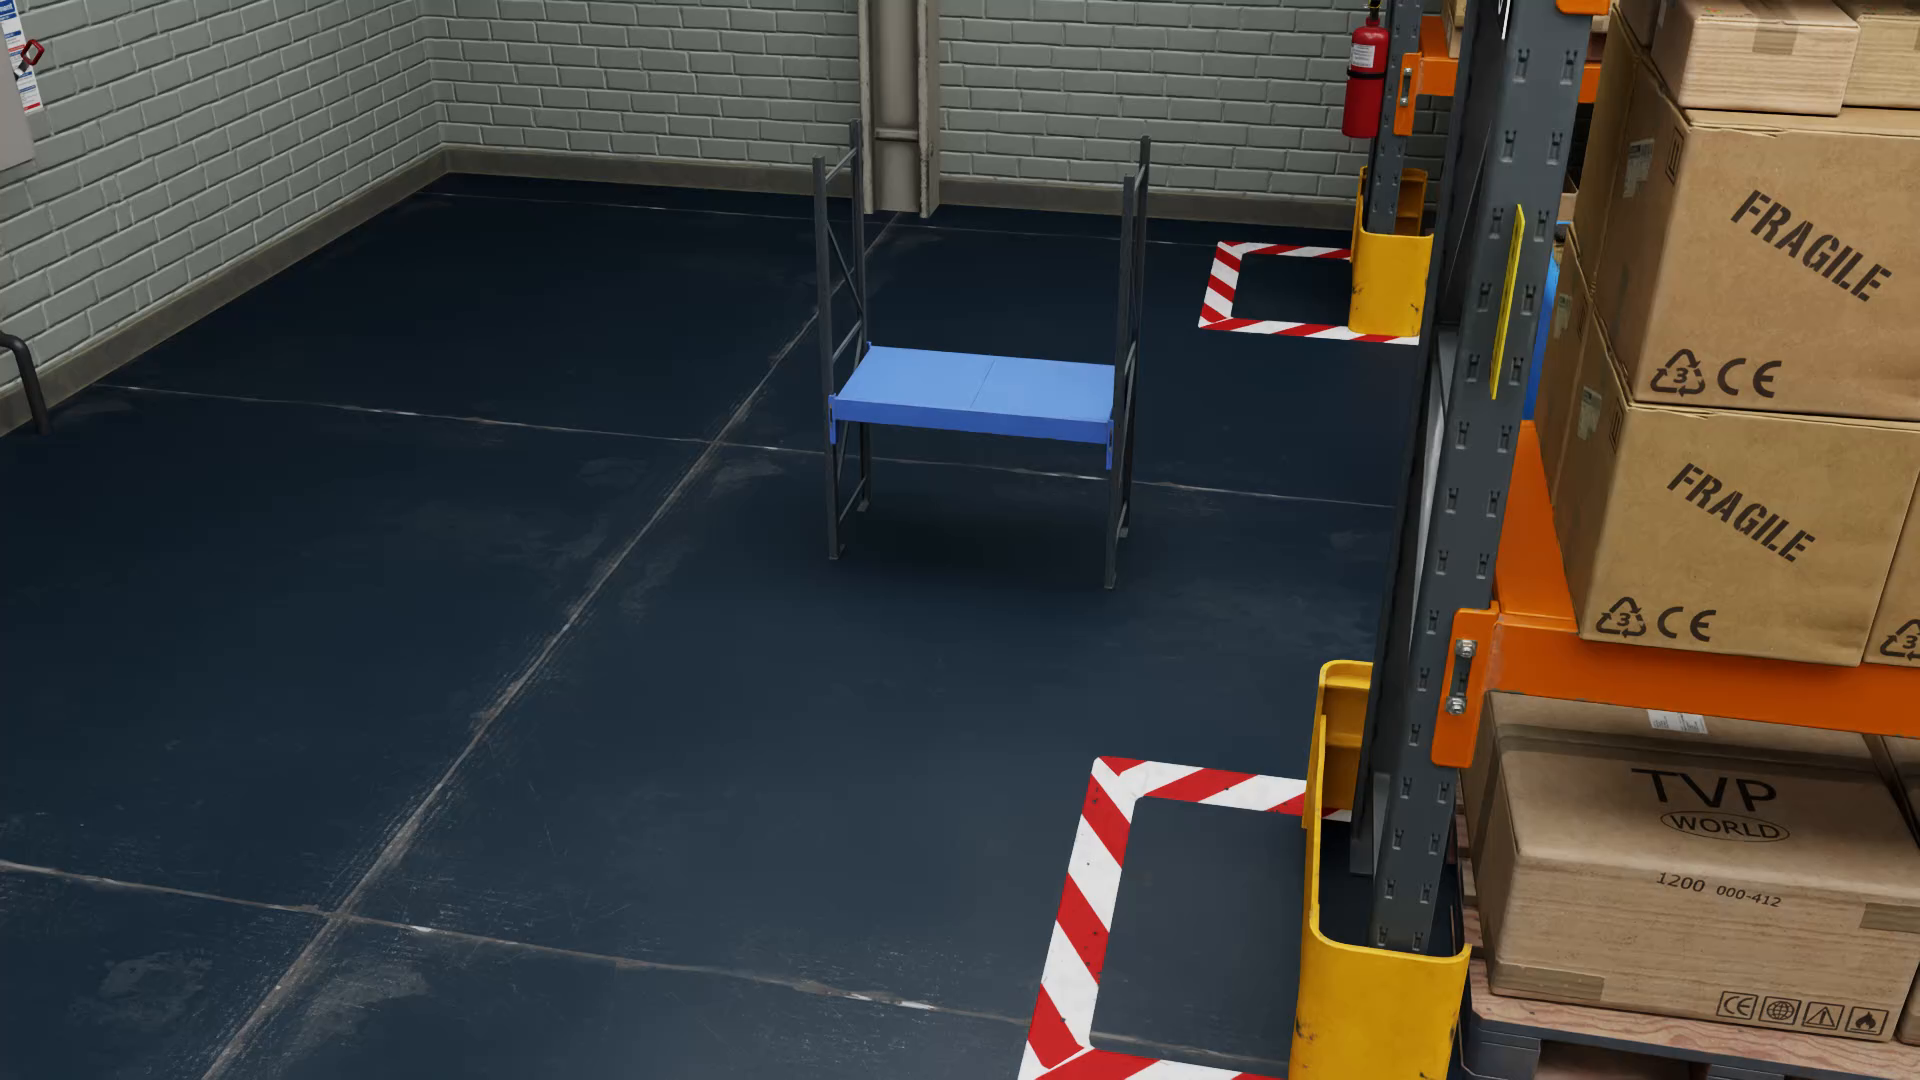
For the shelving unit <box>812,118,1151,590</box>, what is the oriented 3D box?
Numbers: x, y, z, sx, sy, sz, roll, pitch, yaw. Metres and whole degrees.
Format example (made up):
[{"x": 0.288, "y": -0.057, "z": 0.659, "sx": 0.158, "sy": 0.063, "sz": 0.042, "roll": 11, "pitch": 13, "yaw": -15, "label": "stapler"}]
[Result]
[{"x": 0.083, "y": -0.649, "z": 5.874, "sx": 1.048, "sy": 1.500, "sz": 0.538, "roll": 6, "pitch": 29, "yaw": 11, "label": "shelving unit"}]

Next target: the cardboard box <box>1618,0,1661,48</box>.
[{"x": 1.465, "y": -1.082, "z": 3.282, "sx": 0.250, "sy": 0.149, "sz": 0.380, "roll": 6, "pitch": 29, "yaw": 11, "label": "cardboard box"}]

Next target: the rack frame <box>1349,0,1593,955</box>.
[{"x": 1.072, "y": -0.257, "z": 3.596, "sx": 0.127, "sy": 3.000, "sz": 1.000, "roll": 6, "pitch": 29, "yaw": 11, "label": "rack frame"}]

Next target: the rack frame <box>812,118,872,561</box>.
[{"x": -0.414, "y": -0.700, "z": 5.967, "sx": 0.032, "sy": 1.500, "sz": 0.500, "roll": 6, "pitch": 29, "yaw": 11, "label": "rack frame"}]

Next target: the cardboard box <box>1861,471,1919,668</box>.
[{"x": 1.982, "y": -0.080, "z": 3.169, "sx": 0.500, "sy": 0.500, "sz": 0.500, "roll": 5, "pitch": 29, "yaw": 10, "label": "cardboard box"}]

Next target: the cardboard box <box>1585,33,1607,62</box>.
[{"x": 2.892, "y": -2.303, "z": 7.594, "sx": 0.250, "sy": 0.149, "sz": 0.380, "roll": 5, "pitch": 29, "yaw": 10, "label": "cardboard box"}]

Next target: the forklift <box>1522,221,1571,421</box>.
[{"x": 3.499, "y": -1.210, "z": 5.408, "sx": 3.031, "sy": 2.935, "sz": 1.130, "roll": 4, "pitch": 29, "yaw": 7, "label": "forklift"}]

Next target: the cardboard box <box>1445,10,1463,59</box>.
[{"x": 2.369, "y": -2.316, "z": 7.619, "sx": 0.250, "sy": 0.149, "sz": 0.380, "roll": 6, "pitch": 29, "yaw": 10, "label": "cardboard box"}]

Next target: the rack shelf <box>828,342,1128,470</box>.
[{"x": 0.083, "y": -0.492, "z": 5.961, "sx": 1.000, "sy": 0.185, "sz": 0.538, "roll": 6, "pitch": 29, "yaw": 11, "label": "rack shelf"}]

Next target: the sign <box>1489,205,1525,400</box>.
[{"x": 0.950, "y": -0.411, "z": 2.894, "sx": 0.005, "sy": 0.325, "sz": 0.100, "roll": 6, "pitch": 29, "yaw": 11, "label": "sign"}]

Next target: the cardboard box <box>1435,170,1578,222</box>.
[{"x": 2.683, "y": -1.572, "z": 8.160, "sx": 0.637, "sy": 0.503, "sz": 0.797, "roll": 5, "pitch": 29, "yaw": 9, "label": "cardboard box"}]

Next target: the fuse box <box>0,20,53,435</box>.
[{"x": -3.866, "y": -1.218, "z": 6.693, "sx": 0.414, "sy": 1.711, "sz": 0.539, "roll": 6, "pitch": 29, "yaw": 11, "label": "fuse box"}]

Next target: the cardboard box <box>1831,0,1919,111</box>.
[{"x": 1.633, "y": -0.866, "z": 2.887, "sx": 0.250, "sy": 0.149, "sz": 0.380, "roll": 7, "pitch": 29, "yaw": 12, "label": "cardboard box"}]

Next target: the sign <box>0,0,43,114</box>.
[{"x": -3.965, "y": -1.994, "z": 6.868, "sx": 0.001, "sy": 0.494, "sz": 0.329, "roll": 6, "pitch": 29, "yaw": 11, "label": "sign"}]

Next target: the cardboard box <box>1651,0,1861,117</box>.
[{"x": 1.362, "y": -0.858, "z": 2.874, "sx": 0.250, "sy": 0.149, "sz": 0.380, "roll": 6, "pitch": 29, "yaw": 12, "label": "cardboard box"}]

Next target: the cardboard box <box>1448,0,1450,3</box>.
[{"x": 2.610, "y": -2.732, "z": 7.962, "sx": 0.500, "sy": 0.250, "sz": 0.500, "roll": 7, "pitch": 29, "yaw": 12, "label": "cardboard box"}]

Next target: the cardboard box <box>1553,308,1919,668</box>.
[{"x": 1.482, "y": -0.118, "z": 3.238, "sx": 0.500, "sy": 0.500, "sz": 0.500, "roll": 6, "pitch": 29, "yaw": 10, "label": "cardboard box"}]

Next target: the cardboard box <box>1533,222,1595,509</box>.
[{"x": 1.599, "y": -0.377, "z": 3.711, "sx": 0.500, "sy": 0.500, "sz": 0.500, "roll": 6, "pitch": 29, "yaw": 11, "label": "cardboard box"}]

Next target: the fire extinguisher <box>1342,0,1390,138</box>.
[{"x": 1.865, "y": -2.189, "z": 7.593, "sx": 0.183, "sy": 0.674, "sz": 0.296, "roll": 6, "pitch": 29, "yaw": 11, "label": "fire extinguisher"}]

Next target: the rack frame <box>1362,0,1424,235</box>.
[{"x": 2.105, "y": -2.588, "z": 7.854, "sx": 0.127, "sy": 3.000, "sz": 1.000, "roll": 6, "pitch": 29, "yaw": 11, "label": "rack frame"}]

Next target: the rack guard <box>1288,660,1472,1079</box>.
[{"x": 1.049, "y": 0.837, "z": 4.201, "sx": 0.348, "sy": 0.500, "sz": 1.175, "roll": 6, "pitch": 29, "yaw": 11, "label": "rack guard"}]

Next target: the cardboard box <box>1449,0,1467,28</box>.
[{"x": 2.493, "y": -2.481, "z": 7.505, "sx": 0.500, "sy": 0.250, "sz": 0.500, "roll": 6, "pitch": 29, "yaw": 11, "label": "cardboard box"}]

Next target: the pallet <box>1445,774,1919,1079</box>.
[{"x": 1.871, "y": 1.010, "z": 4.186, "sx": 1.213, "sy": 0.211, "sz": 1.003, "roll": 6, "pitch": 29, "yaw": 11, "label": "pallet"}]

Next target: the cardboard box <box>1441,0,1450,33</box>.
[{"x": 2.485, "y": -2.571, "z": 8.084, "sx": 0.250, "sy": 0.149, "sz": 0.380, "roll": 6, "pitch": 29, "yaw": 10, "label": "cardboard box"}]

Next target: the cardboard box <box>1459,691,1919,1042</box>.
[{"x": 1.739, "y": 0.702, "z": 4.075, "sx": 0.875, "sy": 0.438, "sz": 0.875, "roll": 5, "pitch": 29, "yaw": 9, "label": "cardboard box"}]

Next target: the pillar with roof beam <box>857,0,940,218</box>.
[{"x": -1.242, "y": -3.892, "z": 3.988, "sx": 0.400, "sy": 9.000, "sz": 9.100, "roll": 6, "pitch": 29, "yaw": 11, "label": "pillar with roof beam"}]

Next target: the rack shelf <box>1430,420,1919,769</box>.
[{"x": 3.028, "y": 0.259, "z": 3.402, "sx": 4.000, "sy": 0.370, "sz": 1.077, "roll": 6, "pitch": 29, "yaw": 11, "label": "rack shelf"}]

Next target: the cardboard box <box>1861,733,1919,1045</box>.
[{"x": 2.635, "y": 0.790, "z": 3.915, "sx": 0.875, "sy": 0.438, "sz": 0.875, "roll": 7, "pitch": 29, "yaw": 12, "label": "cardboard box"}]

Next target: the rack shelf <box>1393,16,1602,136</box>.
[{"x": 4.061, "y": -2.072, "z": 7.661, "sx": 4.000, "sy": 0.370, "sz": 1.077, "roll": 6, "pitch": 29, "yaw": 11, "label": "rack shelf"}]

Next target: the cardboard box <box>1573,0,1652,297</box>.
[{"x": 1.593, "y": -0.803, "z": 3.448, "sx": 0.500, "sy": 0.500, "sz": 0.500, "roll": 7, "pitch": 29, "yaw": 12, "label": "cardboard box"}]

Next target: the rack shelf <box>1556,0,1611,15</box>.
[{"x": 3.028, "y": -1.057, "z": 2.682, "sx": 4.000, "sy": 0.370, "sz": 1.077, "roll": 6, "pitch": 29, "yaw": 11, "label": "rack shelf"}]

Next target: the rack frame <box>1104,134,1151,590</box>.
[{"x": 0.581, "y": -0.598, "z": 5.781, "sx": 0.032, "sy": 1.500, "sz": 0.500, "roll": 6, "pitch": 29, "yaw": 11, "label": "rack frame"}]

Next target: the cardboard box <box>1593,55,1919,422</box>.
[{"x": 1.482, "y": -0.558, "z": 3.000, "sx": 0.500, "sy": 0.500, "sz": 0.500, "roll": 5, "pitch": 29, "yaw": 9, "label": "cardboard box"}]

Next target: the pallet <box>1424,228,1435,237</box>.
[{"x": 2.959, "y": -1.278, "z": 8.365, "sx": 1.213, "sy": 0.211, "sz": 1.003, "roll": 6, "pitch": 29, "yaw": 11, "label": "pallet"}]

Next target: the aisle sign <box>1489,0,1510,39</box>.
[{"x": 0.941, "y": -1.268, "z": 2.736, "sx": 0.004, "sy": 0.787, "sz": 0.394, "roll": 6, "pitch": 29, "yaw": 11, "label": "aisle sign"}]

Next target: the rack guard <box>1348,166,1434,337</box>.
[{"x": 2.179, "y": -1.484, "z": 8.441, "sx": 0.348, "sy": 0.500, "sz": 1.175, "roll": 6, "pitch": 29, "yaw": 11, "label": "rack guard"}]

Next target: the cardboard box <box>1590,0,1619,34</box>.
[{"x": 2.986, "y": -2.431, "z": 7.413, "sx": 0.500, "sy": 0.250, "sz": 0.500, "roll": 6, "pitch": 29, "yaw": 11, "label": "cardboard box"}]
